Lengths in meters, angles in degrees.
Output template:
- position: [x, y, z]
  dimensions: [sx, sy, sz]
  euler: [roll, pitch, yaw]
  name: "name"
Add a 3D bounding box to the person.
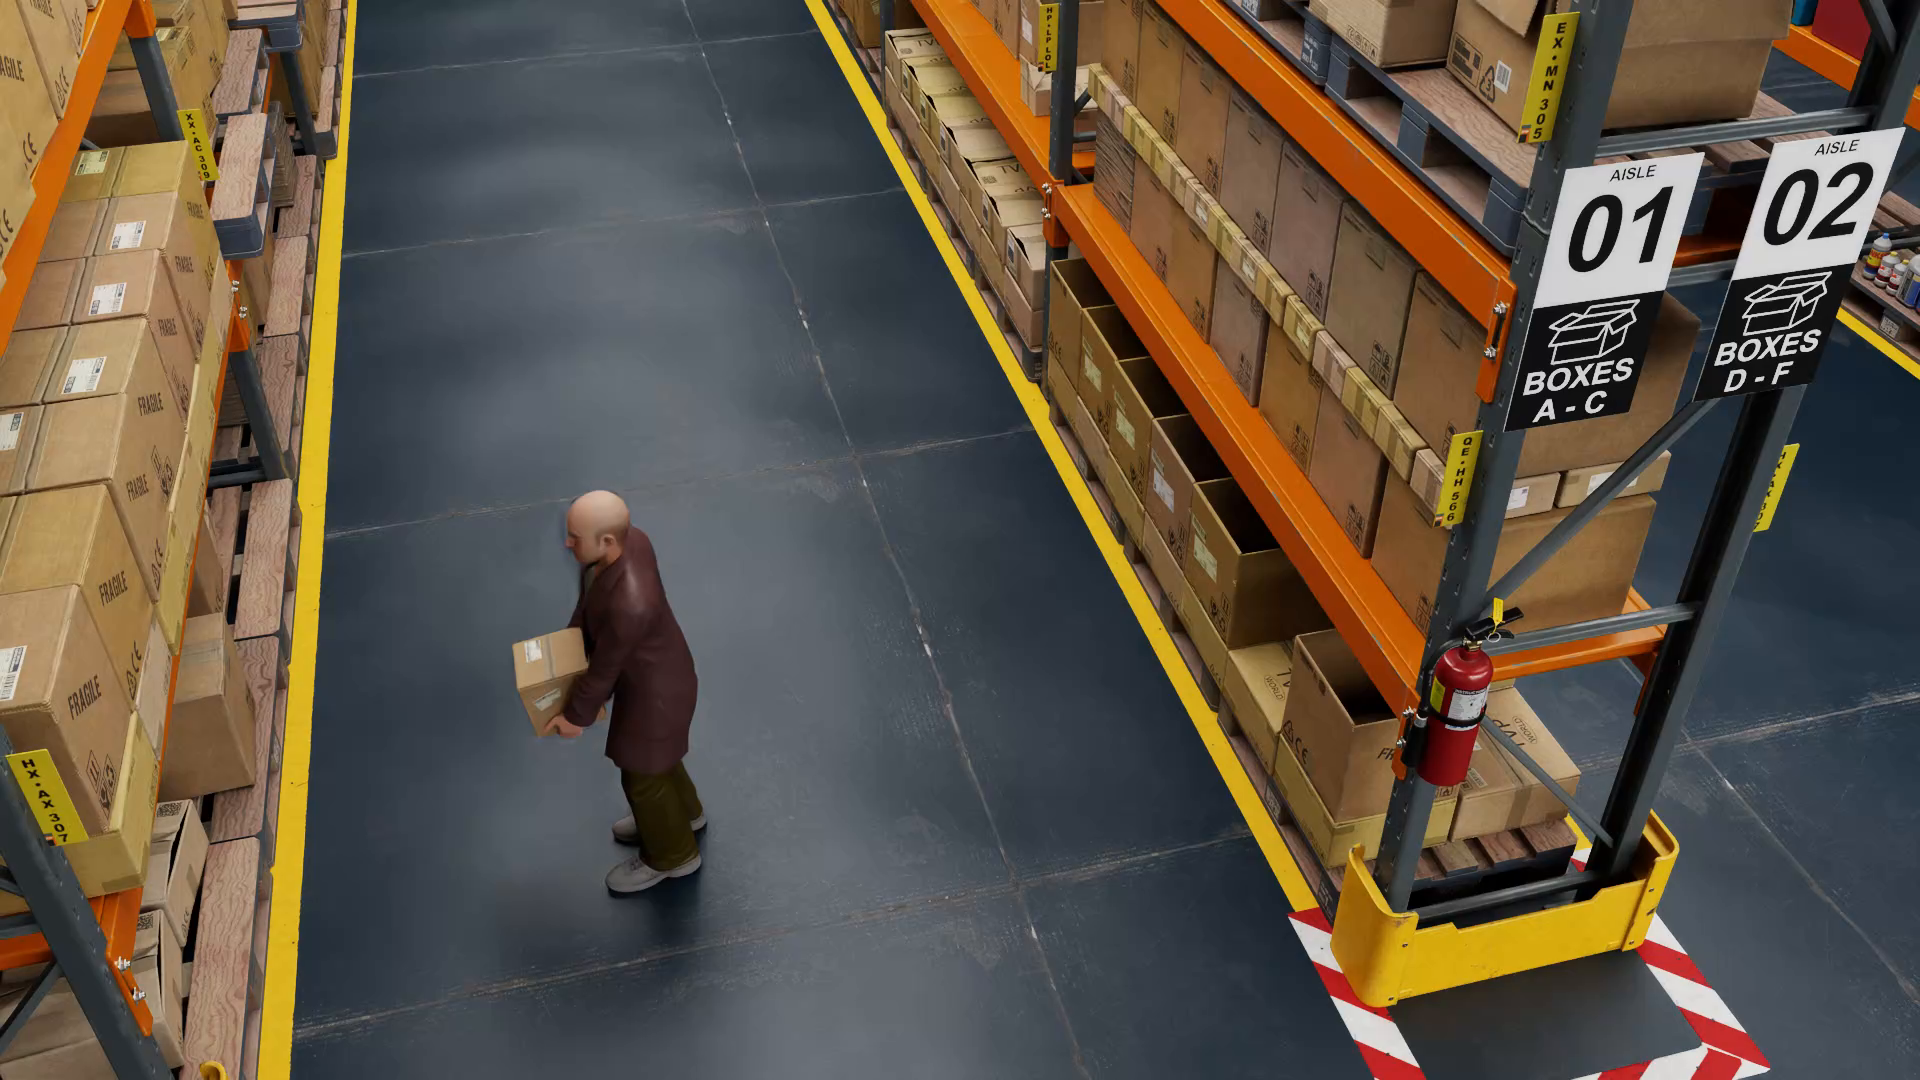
- position: [-1.238, 0.550, 6.024]
  dimensions: [0.572, 1.774, 0.531]
  euler: [-10, 39, -13]
  name: "person"
